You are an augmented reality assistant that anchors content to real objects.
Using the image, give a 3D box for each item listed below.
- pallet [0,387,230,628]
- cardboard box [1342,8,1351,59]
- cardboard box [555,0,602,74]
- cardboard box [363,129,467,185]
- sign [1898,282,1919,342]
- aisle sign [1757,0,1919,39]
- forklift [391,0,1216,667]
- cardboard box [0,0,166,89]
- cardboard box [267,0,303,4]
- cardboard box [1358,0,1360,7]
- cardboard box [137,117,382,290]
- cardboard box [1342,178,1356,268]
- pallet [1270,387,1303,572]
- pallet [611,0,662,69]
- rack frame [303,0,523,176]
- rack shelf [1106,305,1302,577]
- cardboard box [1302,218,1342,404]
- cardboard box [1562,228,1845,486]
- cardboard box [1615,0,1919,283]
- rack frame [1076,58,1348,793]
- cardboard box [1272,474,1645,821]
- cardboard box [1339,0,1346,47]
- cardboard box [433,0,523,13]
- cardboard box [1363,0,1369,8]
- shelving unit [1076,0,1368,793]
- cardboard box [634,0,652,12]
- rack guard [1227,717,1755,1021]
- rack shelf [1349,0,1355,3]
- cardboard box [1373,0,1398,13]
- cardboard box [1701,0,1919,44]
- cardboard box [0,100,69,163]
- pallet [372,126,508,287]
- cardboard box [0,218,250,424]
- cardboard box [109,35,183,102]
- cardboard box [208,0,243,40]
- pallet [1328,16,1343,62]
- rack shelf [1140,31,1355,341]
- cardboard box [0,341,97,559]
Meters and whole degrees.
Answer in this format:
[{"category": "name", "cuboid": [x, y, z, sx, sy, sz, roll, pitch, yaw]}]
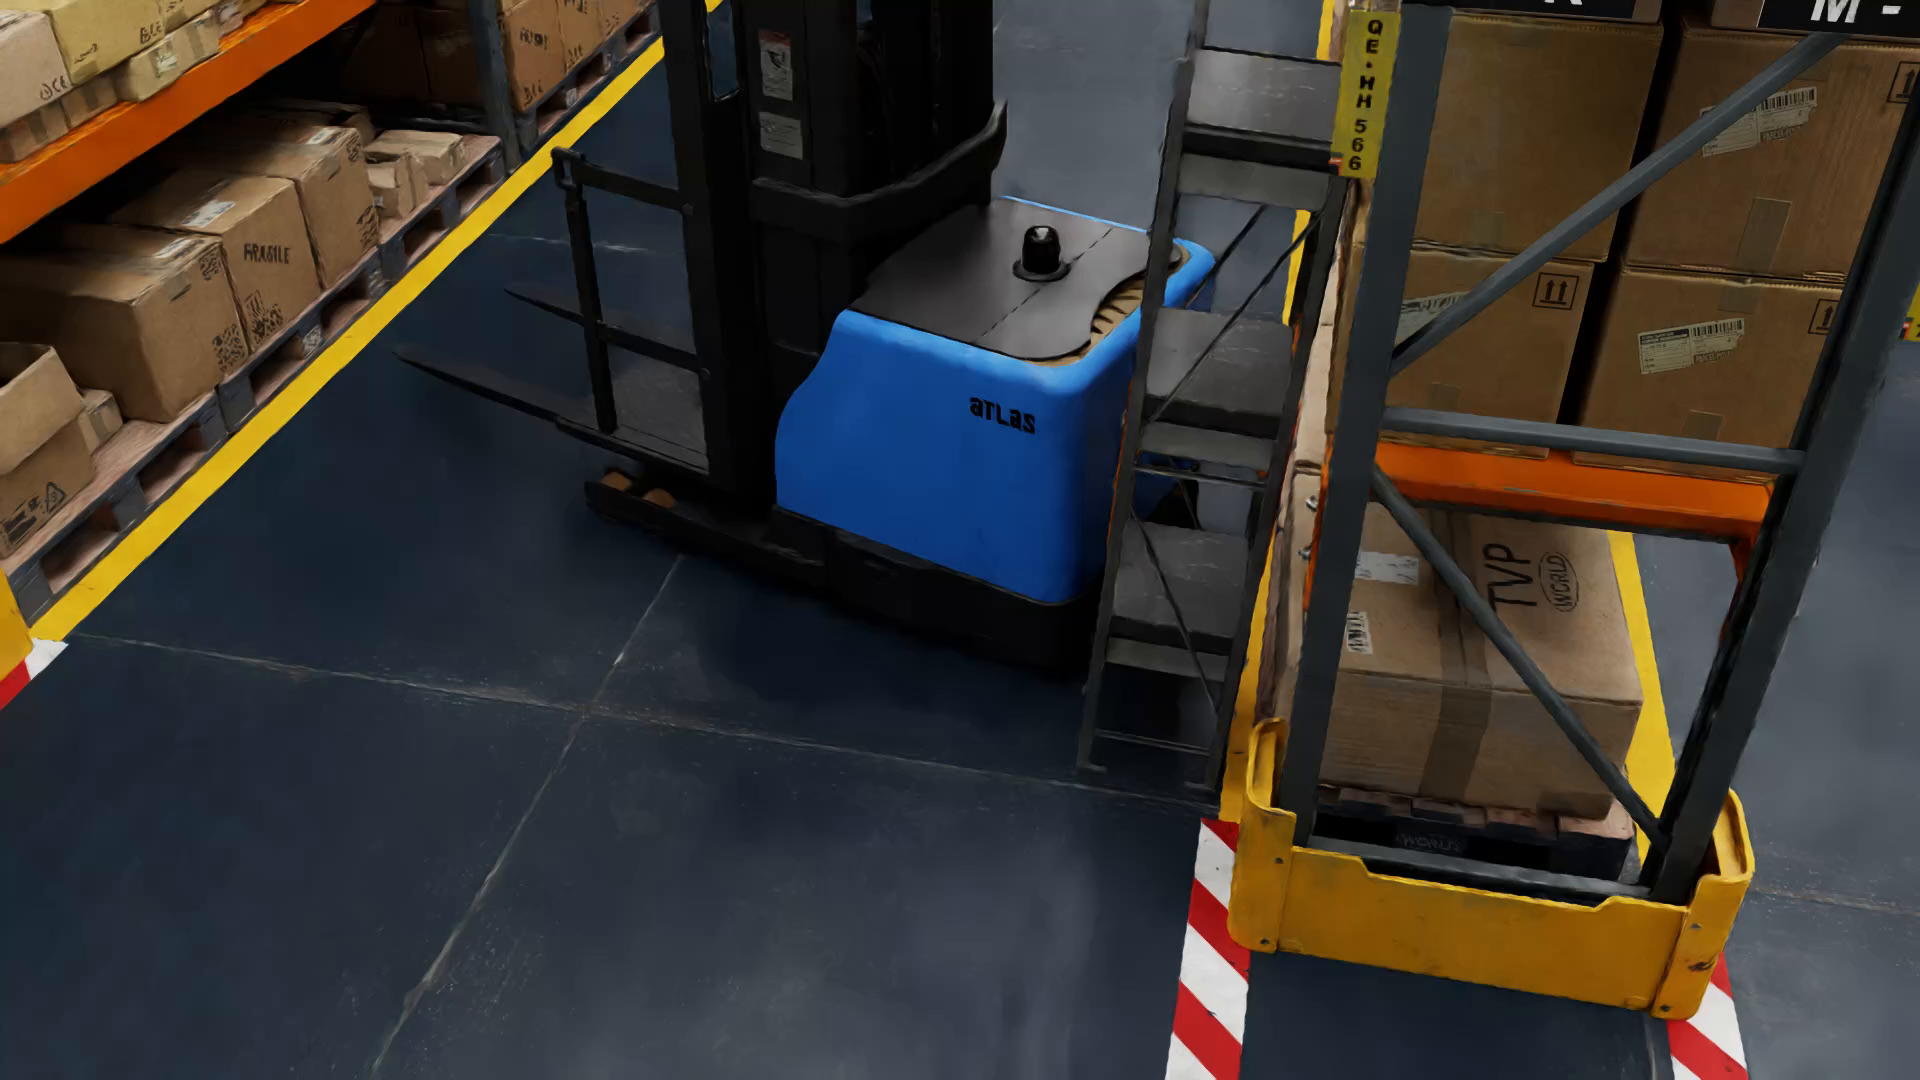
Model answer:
[{"category": "pallet", "cuboid": [-3.365, -0.196, 5.840, 1.003, 0.211, 1.213, 7, 37, 10]}, {"category": "cardboard box", "cuboid": [2.208, -2.173, 7.644, 0.875, 0.875, 0.875, 8, 37, 11]}, {"category": "cardboard box", "cuboid": [-2.269, -2.831, 8.872, 0.500, 0.500, 0.500, 7, 36, 9]}, {"category": "cardboard box", "cuboid": [-2.528, -1.777, 7.717, 0.380, 0.149, 0.250, 6, 36, 9]}, {"category": "sign", "cuboid": [1.841, -0.514, 3.098, 0.100, 0.325, 0.005, 7, 37, 10]}, {"category": "aisle sign", "cuboid": [1.568, -1.179, 2.606, 0.394, 0.787, 0.004, 7, 37, 10]}, {"category": "forklift", "cuboid": [-0.713, -1.439, 5.238, 3.031, 2.935, 1.130, 20, 40, 25]}, {"category": "cardboard box", "cuboid": [-2.978, -1.690, 5.401, 0.500, 0.250, 0.500, 7, 36, 9]}, {"category": "cardboard box", "cuboid": [-2.693, -2.200, 6.444, 0.380, 0.149, 0.250, 7, 36, 9]}, {"category": "cardboard box", "cuboid": [1.687, -2.014, 5.887, 0.500, 0.500, 0.500, 8, 37, 10]}, {"category": "cardboard box", "cuboid": [-2.885, -1.401, 6.899, 0.700, 0.500, 0.500, 6, 36, 8]}, {"category": "cardboard box", "cuboid": [1.266, -0.840, 4.268, 0.500, 0.500, 0.500, 7, 36, 9]}, {"category": "pallet", "cuboid": [1.657, -0.241, 5.902, 1.003, 0.211, 1.213, 7, 37, 10]}, {"category": "pallet", "cuboid": [-2.301, -3.161, 9.931, 1.003, 0.211, 1.213, 7, 37, 10]}, {"category": "rack frame", "cuboid": [-2.696, -3.117, 7.495, 1.000, 3.000, 0.127, 7, 37, 10]}, {"category": "rack shelf", "cuboid": [0.643, -0.283, 4.352, 0.431, 0.518, 0.480, 10, 37, 7]}, {"category": "cardboard box", "cuboid": [1.724, -0.770, 6.082, 0.875, 0.438, 0.875, 6, 36, 9]}, {"category": "cardboard box", "cuboid": [1.683, -0.484, 3.776, 0.500, 0.500, 0.500, 7, 37, 10]}, {"category": "cardboard box", "cuboid": [1.680, -0.889, 3.483, 0.500, 0.500, 0.500, 7, 36, 9]}, {"category": "rack frame", "cuboid": [0.597, -0.153, 4.150, 0.400, 2.100, 0.015, 10, 37, 7]}, {"category": "cardboard box", "cuboid": [1.343, 0.272, 4.644, 0.875, 0.438, 0.875, 6, 36, 8]}, {"category": "cardboard box", "cuboid": [2.585, -3.204, 9.067, 0.875, 0.875, 0.875, 8, 37, 11]}, {"category": "cardboard box", "cuboid": [-2.359, -2.710, 8.153, 0.380, 0.149, 0.250, 9, 37, 12]}, {"category": "cardboard box", "cuboid": [1.464, -1.434, 5.087, 0.500, 0.500, 0.500, 8, 37, 11]}, {"category": "shelving unit", "cuboid": [0.644, -0.294, 4.343, 0.431, 2.100, 0.503, 10, 37, 7]}, {"category": "cardboard box", "cuboid": [-2.041, -3.413, 9.675, 0.500, 0.500, 0.500, 6, 36, 8]}, {"category": "rack guard", "cuboid": [1.295, 0.822, 4.190, 1.175, 0.500, 0.348, 7, 37, 10]}, {"category": "rack shelf", "cuboid": [2.581, -3.353, 8.433, 1.077, 0.370, 4.000, 7, 37, 10]}, {"category": "cardboard box", "cuboid": [1.253, -1.259, 3.994, 0.500, 0.500, 0.500, 7, 37, 10]}, {"category": "cardboard box", "cuboid": [1.646, -1.081, 3.195, 0.380, 0.149, 0.250, 8, 37, 11]}, {"category": "cardboard box", "cuboid": [-3.067, -1.320, 5.230, 0.380, 0.149, 0.250, 8, 37, 11]}, {"category": "pallet", "cuboid": [-2.844, -1.595, 7.770, 1.003, 0.211, 1.213, 7, 37, 10]}, {"category": "cardboard box", "cuboid": [-3.106, -0.806, 6.078, 0.700, 0.500, 0.500, 9, 37, 12]}, {"category": "cardboard box", "cuboid": [-2.888, -1.609, 5.628, 0.380, 0.149, 0.250, 6, 36, 9]}, {"category": "cardboard box", "cuboid": [-2.864, -1.919, 6.055, 0.380, 0.149, 0.250, 7, 37, 10]}, {"category": "pallet", "cuboid": [2.504, -2.522, 9.049, 1.003, 0.211, 1.213, 7, 37, 10]}, {"category": "rack shelf", "cuboid": [0.688, -0.843, 3.934, 0.431, 0.518, 0.480, 10, 37, 7]}, {"category": "cardboard box", "cuboid": [-3.327, -0.322, 5.408, 0.797, 0.503, 0.637, 6, 36, 8]}]
